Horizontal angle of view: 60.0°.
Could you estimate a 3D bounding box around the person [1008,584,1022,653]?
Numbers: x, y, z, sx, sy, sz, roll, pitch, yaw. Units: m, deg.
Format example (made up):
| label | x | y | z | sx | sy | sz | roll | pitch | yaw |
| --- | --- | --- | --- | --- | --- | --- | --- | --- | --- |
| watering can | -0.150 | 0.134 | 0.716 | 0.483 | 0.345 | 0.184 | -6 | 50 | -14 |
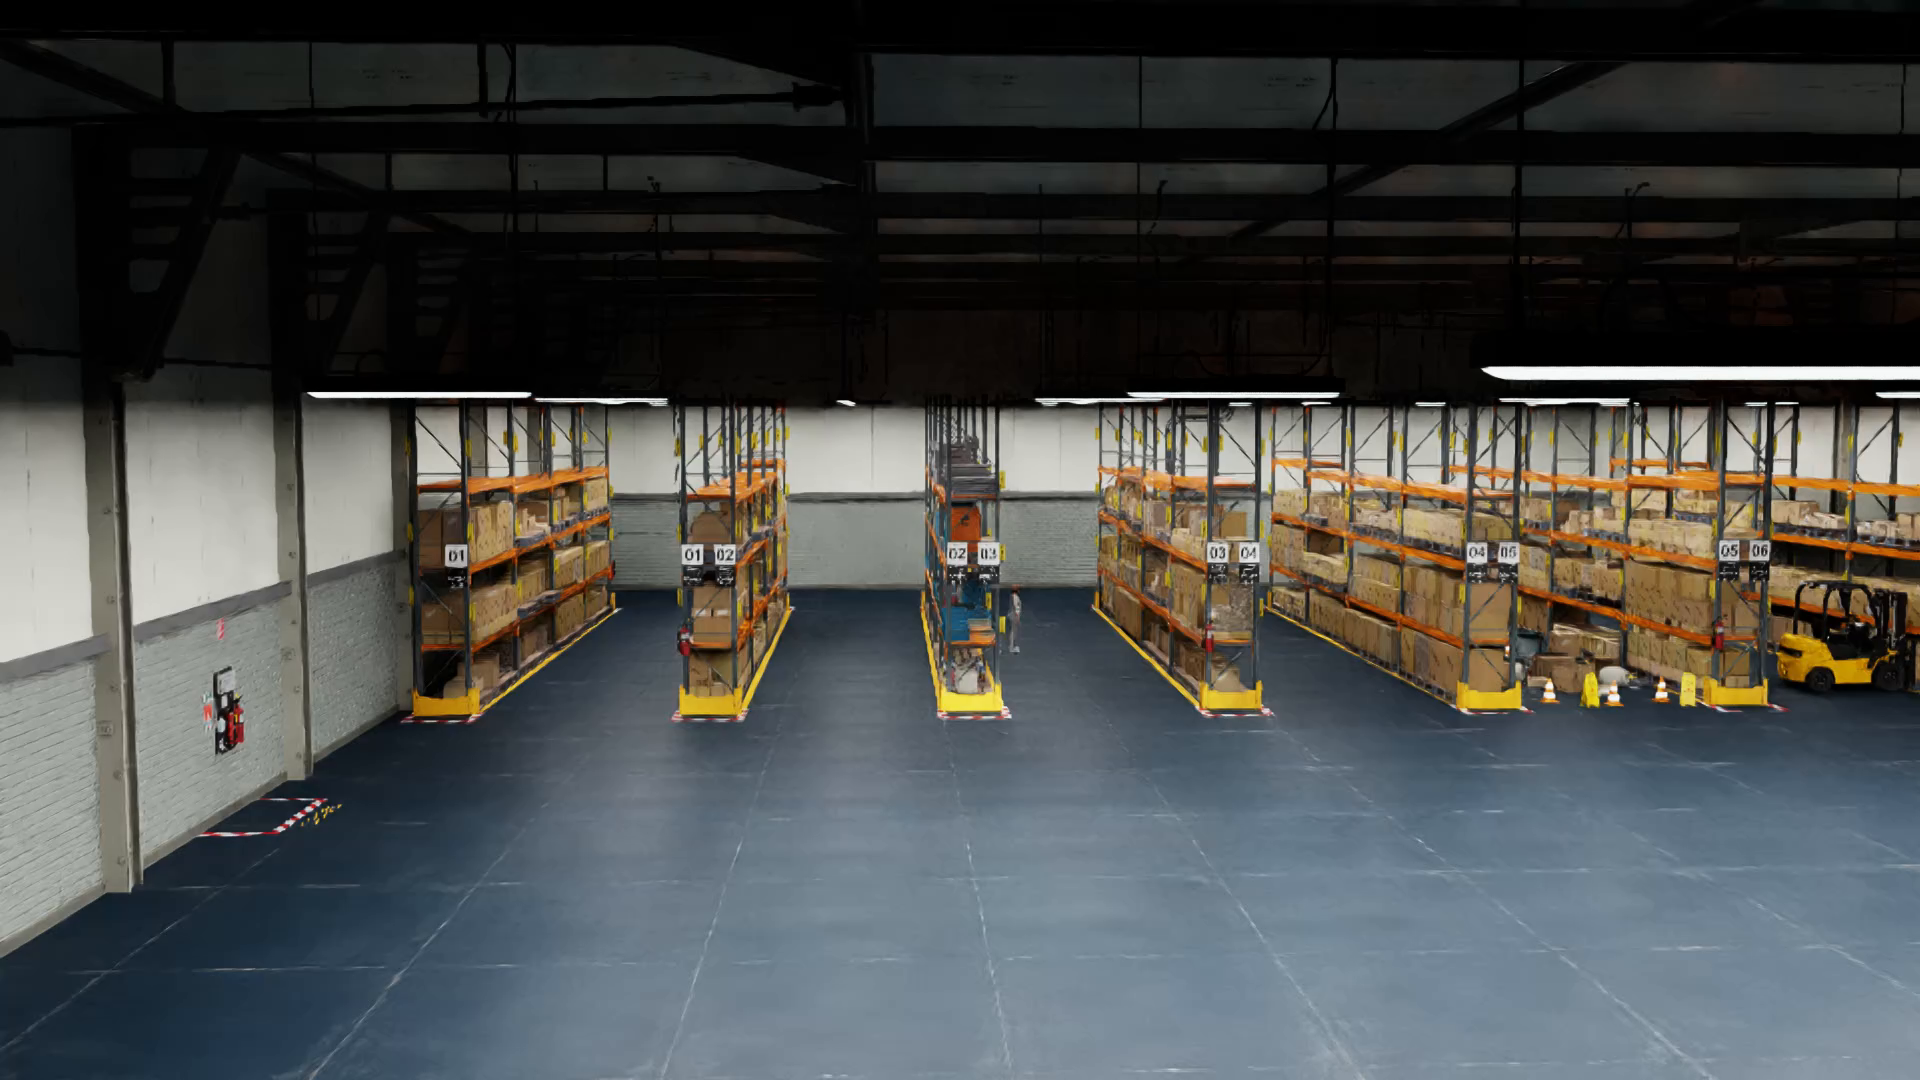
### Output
| label | x | y | z | sx | sy | sz | roll | pitch | yaw |
| --- | --- | --- | --- | --- | --- | --- | --- | --- | --- |
| person | 1.287 | 1.820 | 39.075 | 0.341 | 1.599 | 0.541 | -1 | 5 | -14 |
